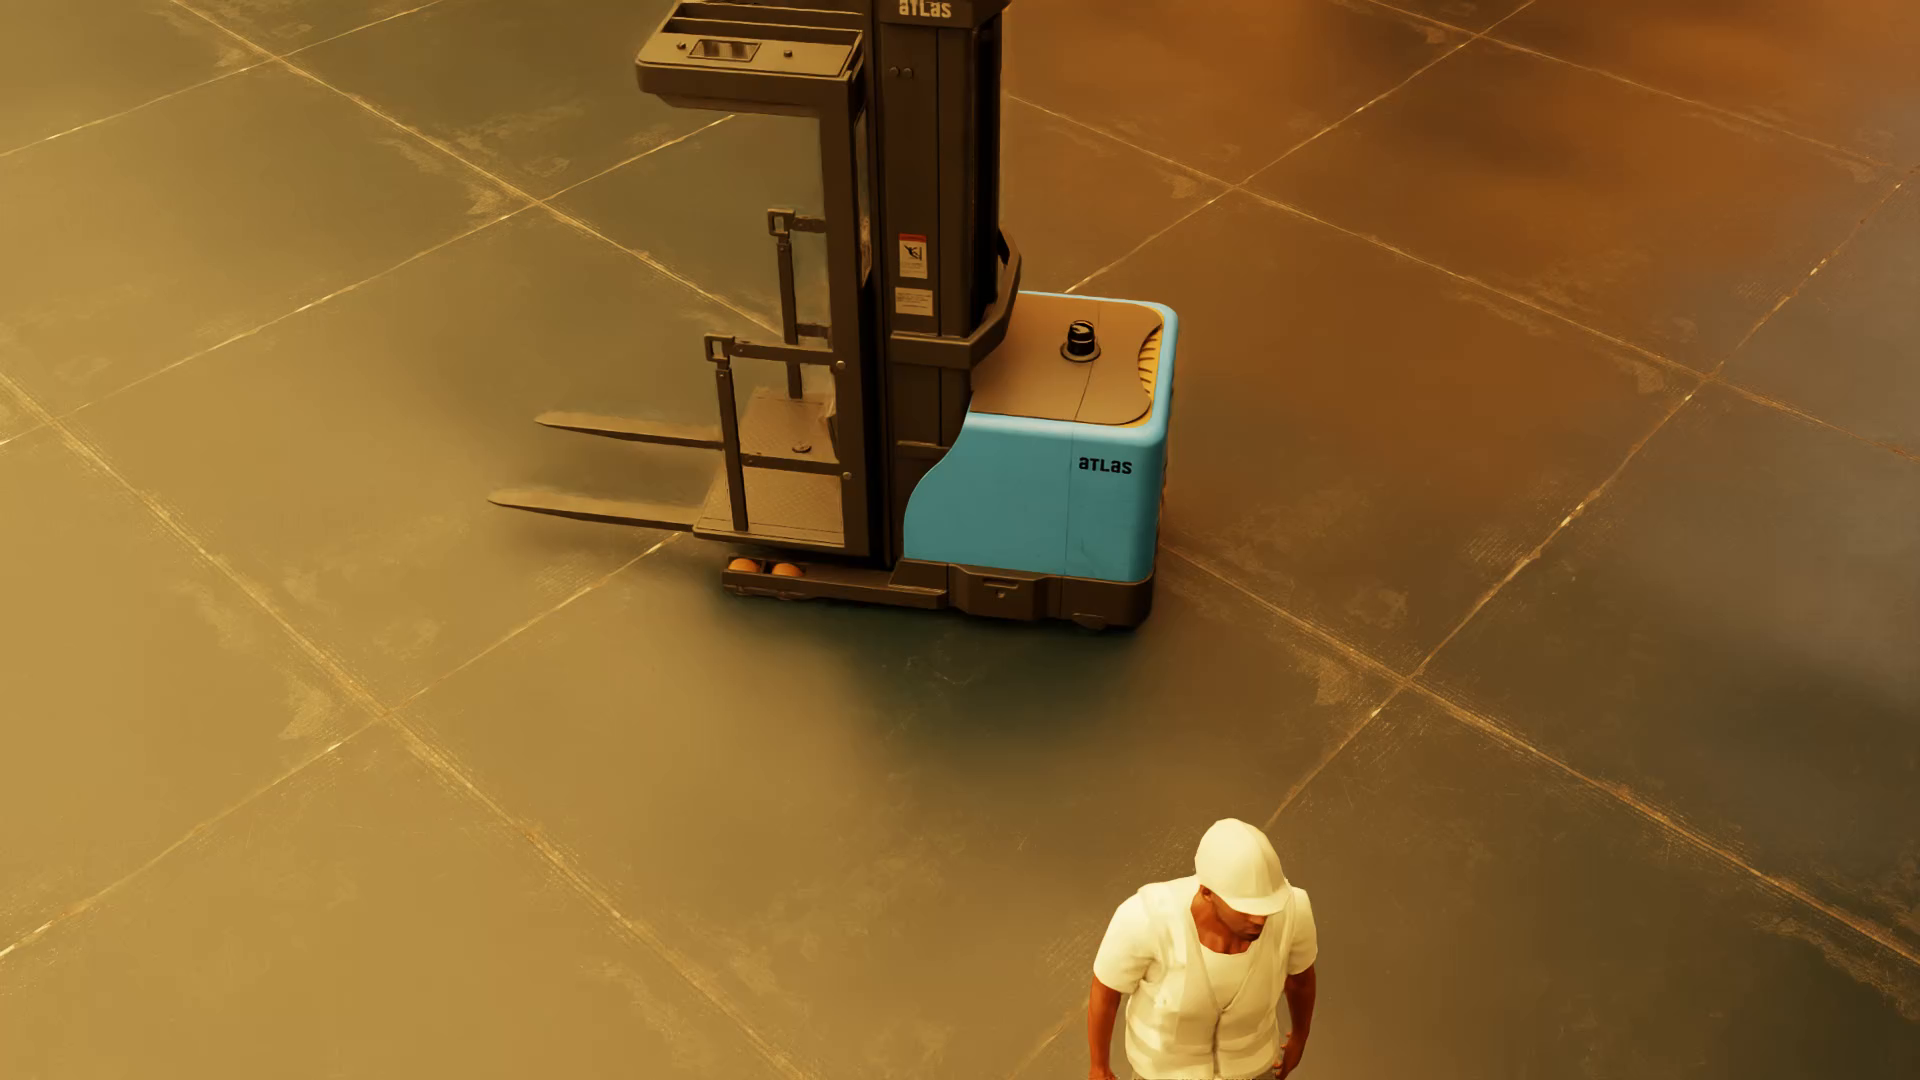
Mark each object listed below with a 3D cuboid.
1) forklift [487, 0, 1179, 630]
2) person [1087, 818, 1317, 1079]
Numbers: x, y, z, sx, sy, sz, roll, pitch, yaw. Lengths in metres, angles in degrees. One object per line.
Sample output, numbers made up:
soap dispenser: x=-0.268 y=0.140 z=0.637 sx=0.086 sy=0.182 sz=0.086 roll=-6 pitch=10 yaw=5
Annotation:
forklift: x=-0.602 y=-1.177 z=6.800 sx=3.031 sy=2.935 sz=1.130 roll=6 pitch=41 yaw=7
person: x=0.678 y=1.463 z=4.627 sx=0.661 sy=1.778 sz=0.492 roll=-6 pitch=41 yaw=-7
